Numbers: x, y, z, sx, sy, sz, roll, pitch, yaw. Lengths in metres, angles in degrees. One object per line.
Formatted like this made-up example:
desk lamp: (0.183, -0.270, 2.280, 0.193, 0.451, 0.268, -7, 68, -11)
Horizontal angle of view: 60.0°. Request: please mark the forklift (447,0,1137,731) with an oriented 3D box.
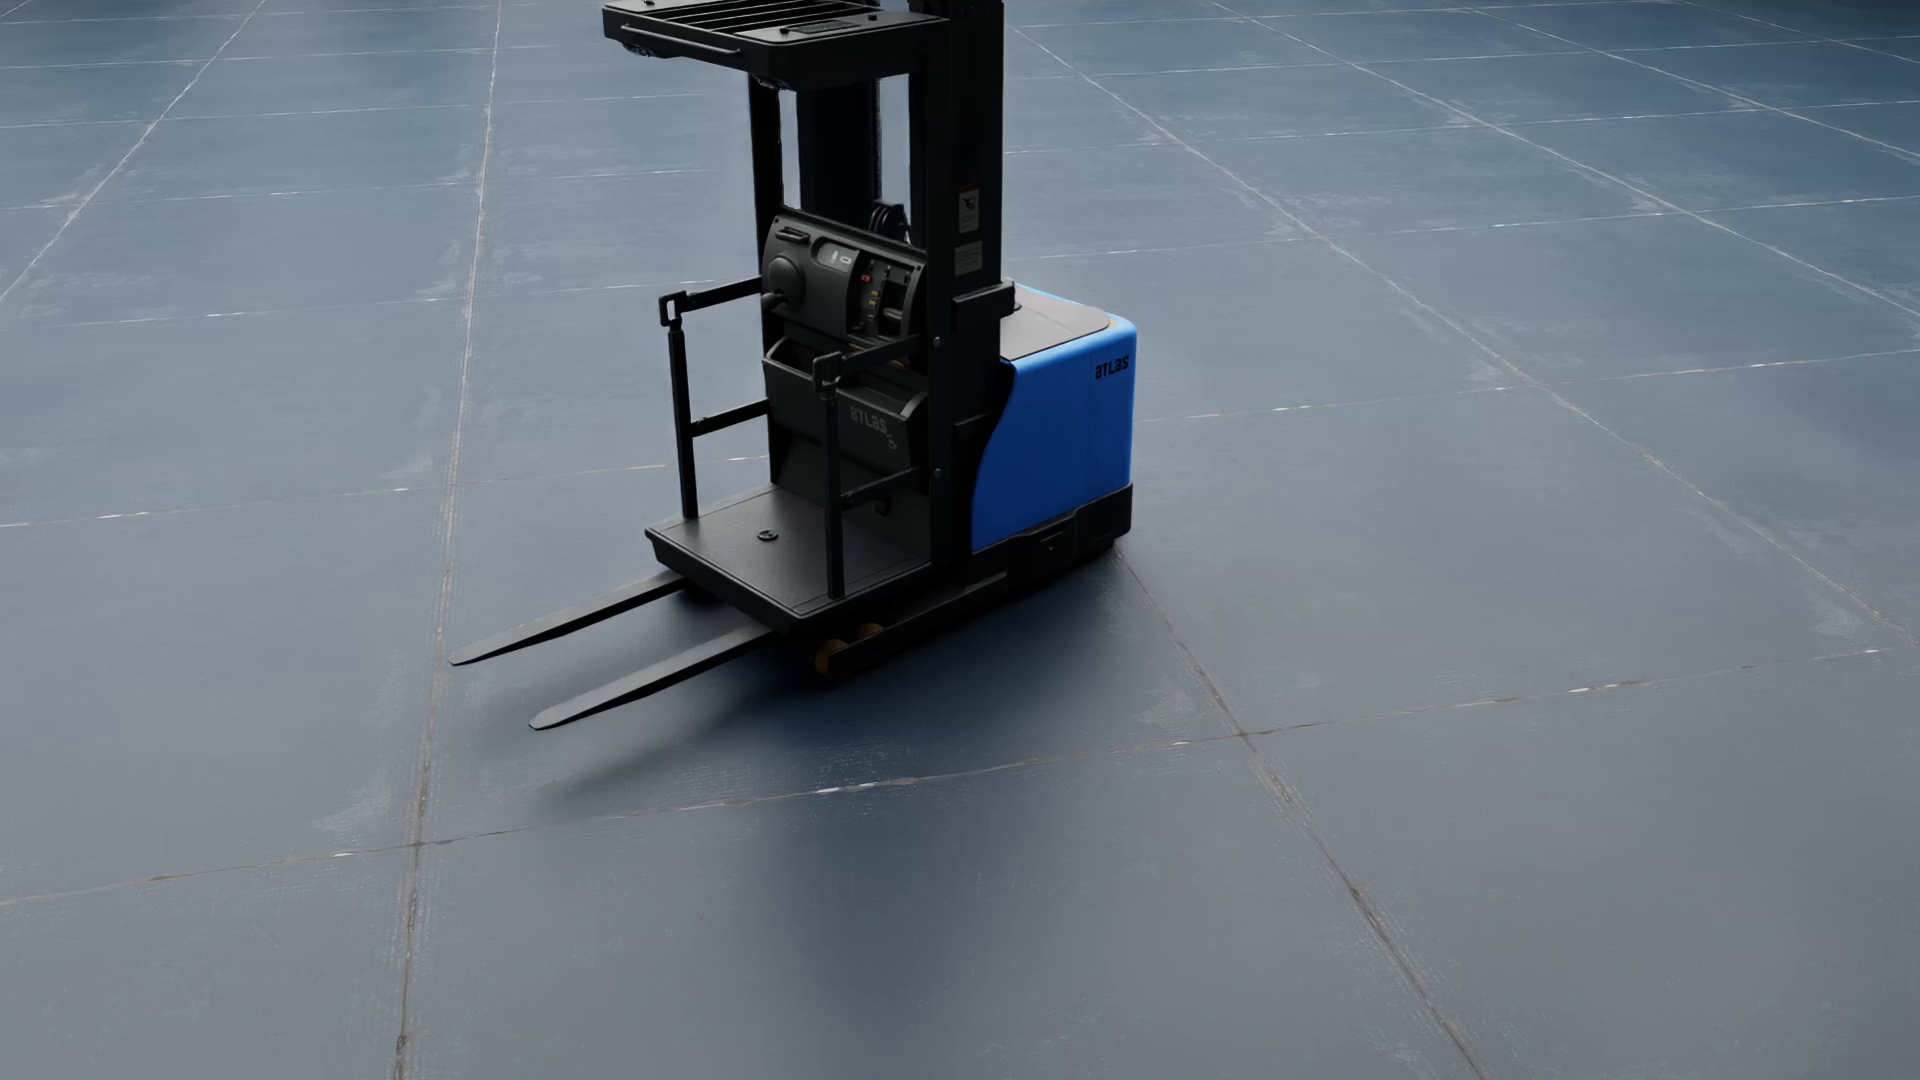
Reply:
forklift: (-0.629, -1.009, 6.496, 3.031, 2.935, 1.130, -23, 35, -38)
